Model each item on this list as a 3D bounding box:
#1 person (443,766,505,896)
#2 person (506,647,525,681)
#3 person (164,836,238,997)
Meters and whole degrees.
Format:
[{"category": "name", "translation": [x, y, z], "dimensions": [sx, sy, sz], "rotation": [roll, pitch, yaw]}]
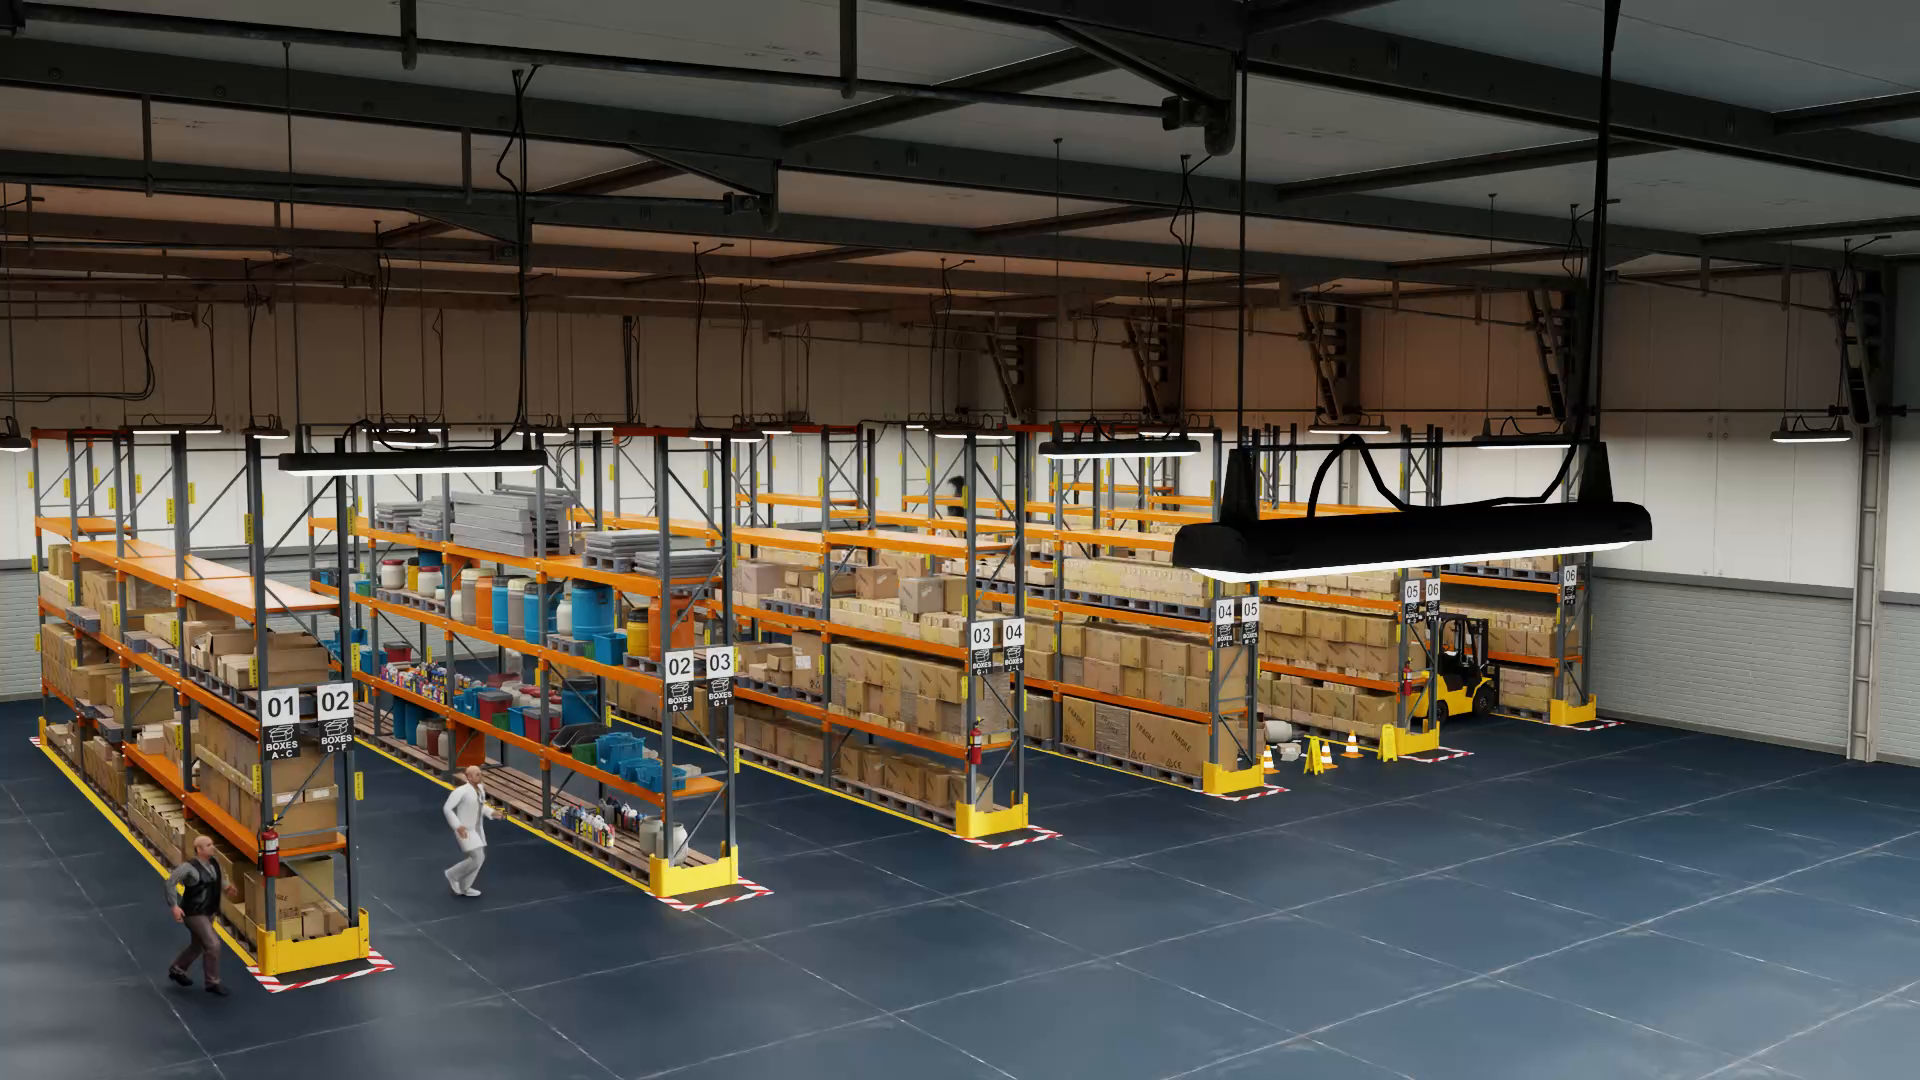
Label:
[{"category": "person", "translation": [-6.331, 3.778, 21.540], "dimensions": [0.728, 1.721, 0.719], "rotation": [1, 5, 16]}, {"category": "person", "translation": [-9.530, 2.794, 35.346], "dimensions": [0.516, 1.559, 0.663], "rotation": [-4, 6, -42]}, {"category": "person", "translation": [-8.250, 4.049, 18.005], "dimensions": [0.825, 1.719, 0.673], "rotation": [1, 5, 8]}]
